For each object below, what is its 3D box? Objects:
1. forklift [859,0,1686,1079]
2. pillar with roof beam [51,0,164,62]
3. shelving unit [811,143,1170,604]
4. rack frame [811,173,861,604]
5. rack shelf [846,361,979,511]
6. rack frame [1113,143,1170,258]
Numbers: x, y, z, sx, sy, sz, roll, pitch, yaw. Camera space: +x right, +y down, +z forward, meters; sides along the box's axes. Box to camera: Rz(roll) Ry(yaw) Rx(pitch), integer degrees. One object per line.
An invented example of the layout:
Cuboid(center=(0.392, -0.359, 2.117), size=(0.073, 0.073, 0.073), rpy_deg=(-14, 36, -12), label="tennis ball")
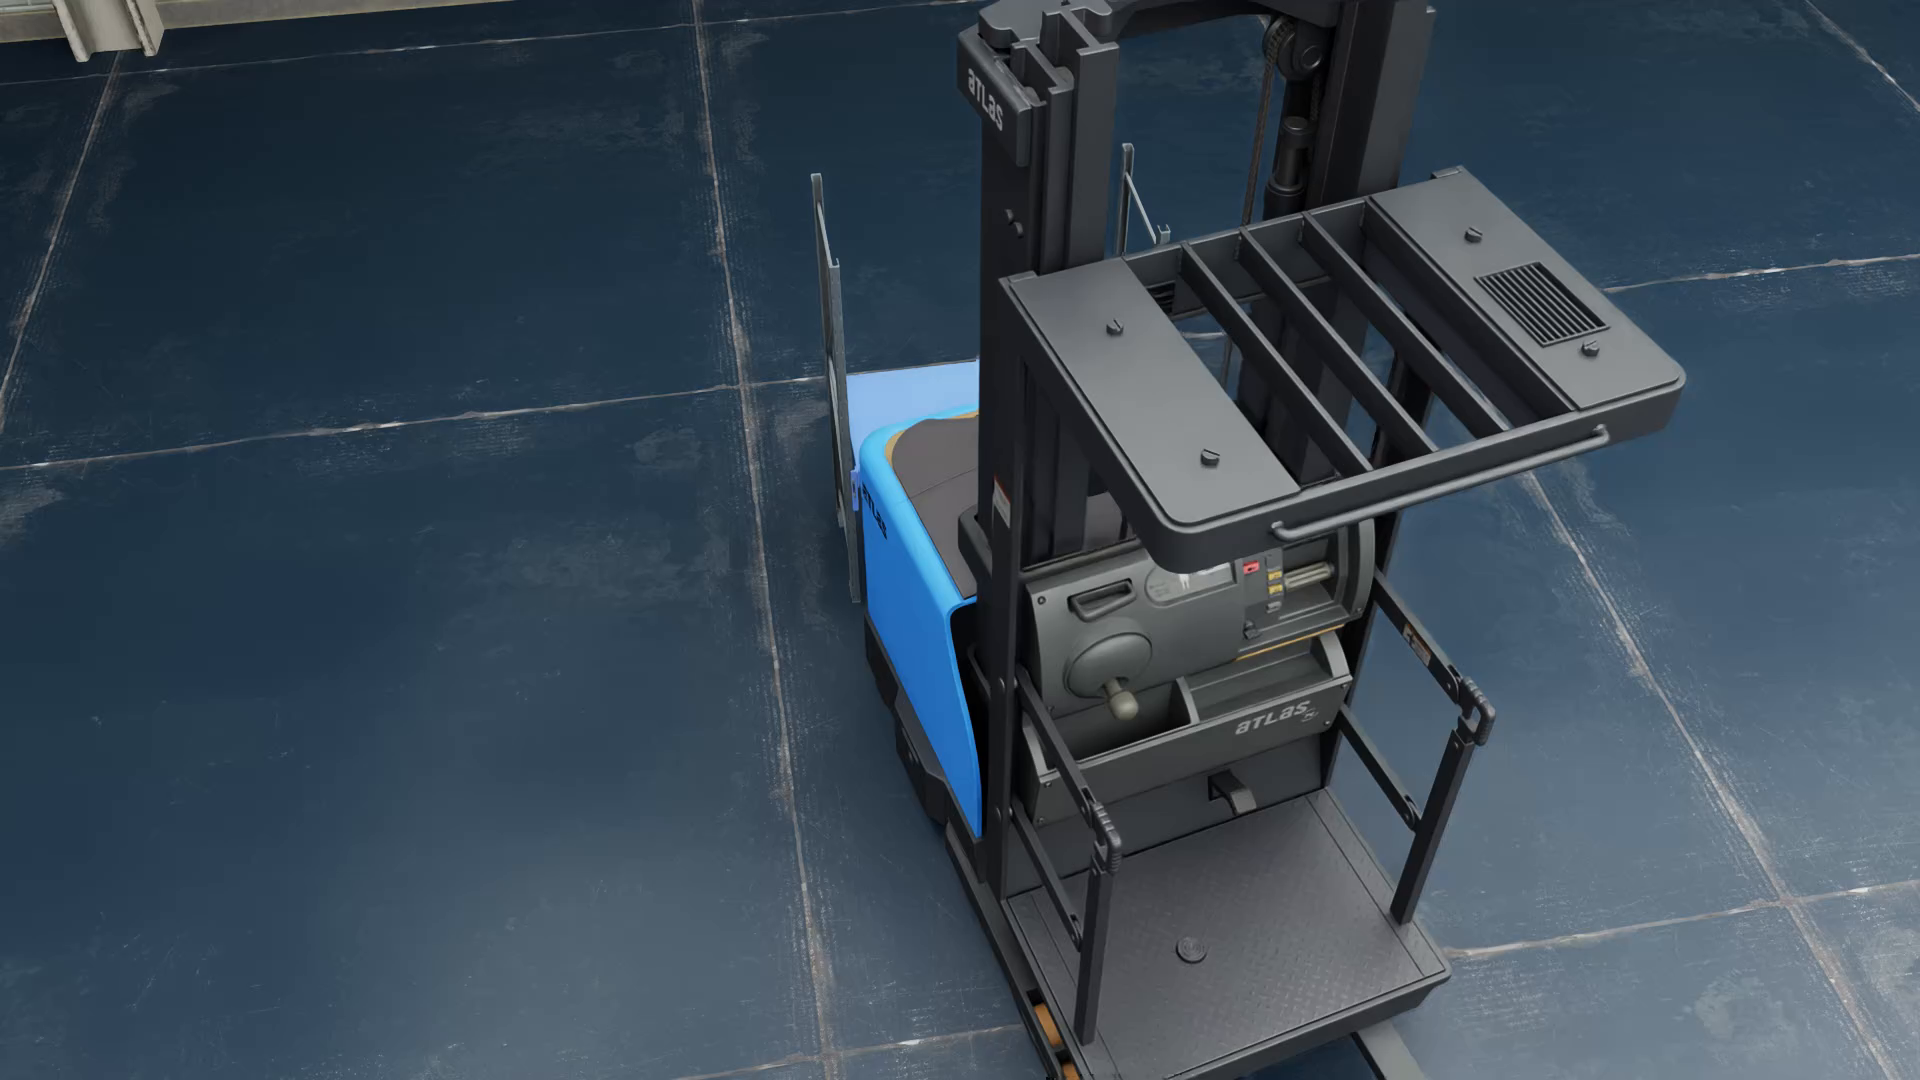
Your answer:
Cuboid(center=(0.691, 0.255, 3.969), size=(1.130, 2.935, 3.031), rpy_deg=(-16, 48, -15), label="forklift")
Cuboid(center=(-3.690, -2.686, 2.589), size=(0.400, 9.000, 9.100), rpy_deg=(-7, 46, -7), label="pillar with roof beam")
Cuboid(center=(0.084, -0.531, 5.720), size=(1.048, 1.500, 0.538), rpy_deg=(-7, 46, -7), label="shelving unit")
Cuboid(center=(-0.417, -0.468, 5.660), size=(0.032, 1.500, 0.500), rpy_deg=(-7, 46, -7), label="rack frame")
Cuboid(center=(0.084, -0.406, 5.850), size=(1.000, 0.185, 0.538), rpy_deg=(-7, 46, -7), label="rack shelf")
Cuboid(center=(0.585, -0.593, 5.780), size=(0.032, 1.500, 0.500), rpy_deg=(-7, 46, -7), label="rack frame")
